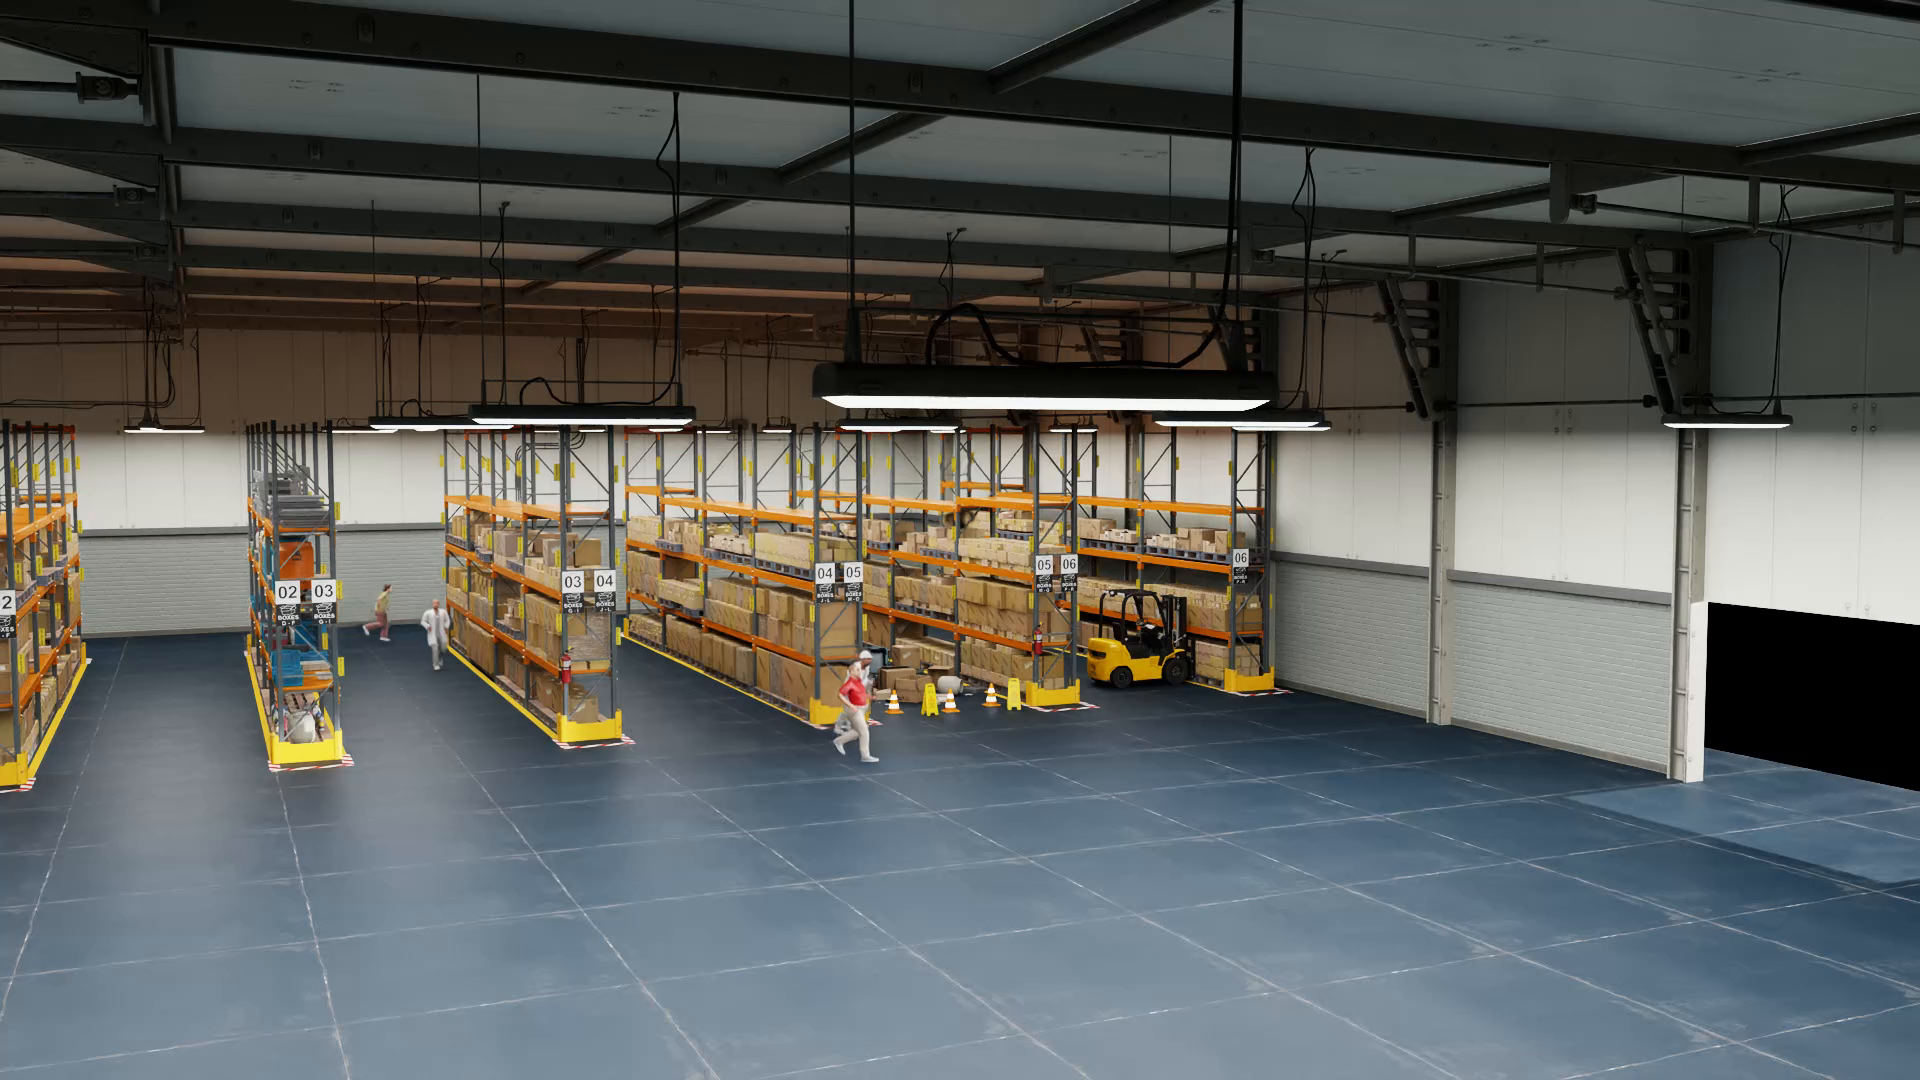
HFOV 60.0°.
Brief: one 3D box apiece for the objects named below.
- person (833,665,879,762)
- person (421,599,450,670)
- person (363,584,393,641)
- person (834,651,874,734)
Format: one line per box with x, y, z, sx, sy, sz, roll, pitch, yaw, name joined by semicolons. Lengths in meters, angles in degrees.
-1.841;3.038;29.263;0.879;1.696;0.668;1;4;16;person
-12.798;2.313;40.670;0.705;1.727;0.661;-2;4;-28;person
-16.290;2.040;46.536;0.811;1.612;0.578;-1;4;-22;person
-1.965;2.868;31.705;0.921;1.562;0.712;2;4;30;person
